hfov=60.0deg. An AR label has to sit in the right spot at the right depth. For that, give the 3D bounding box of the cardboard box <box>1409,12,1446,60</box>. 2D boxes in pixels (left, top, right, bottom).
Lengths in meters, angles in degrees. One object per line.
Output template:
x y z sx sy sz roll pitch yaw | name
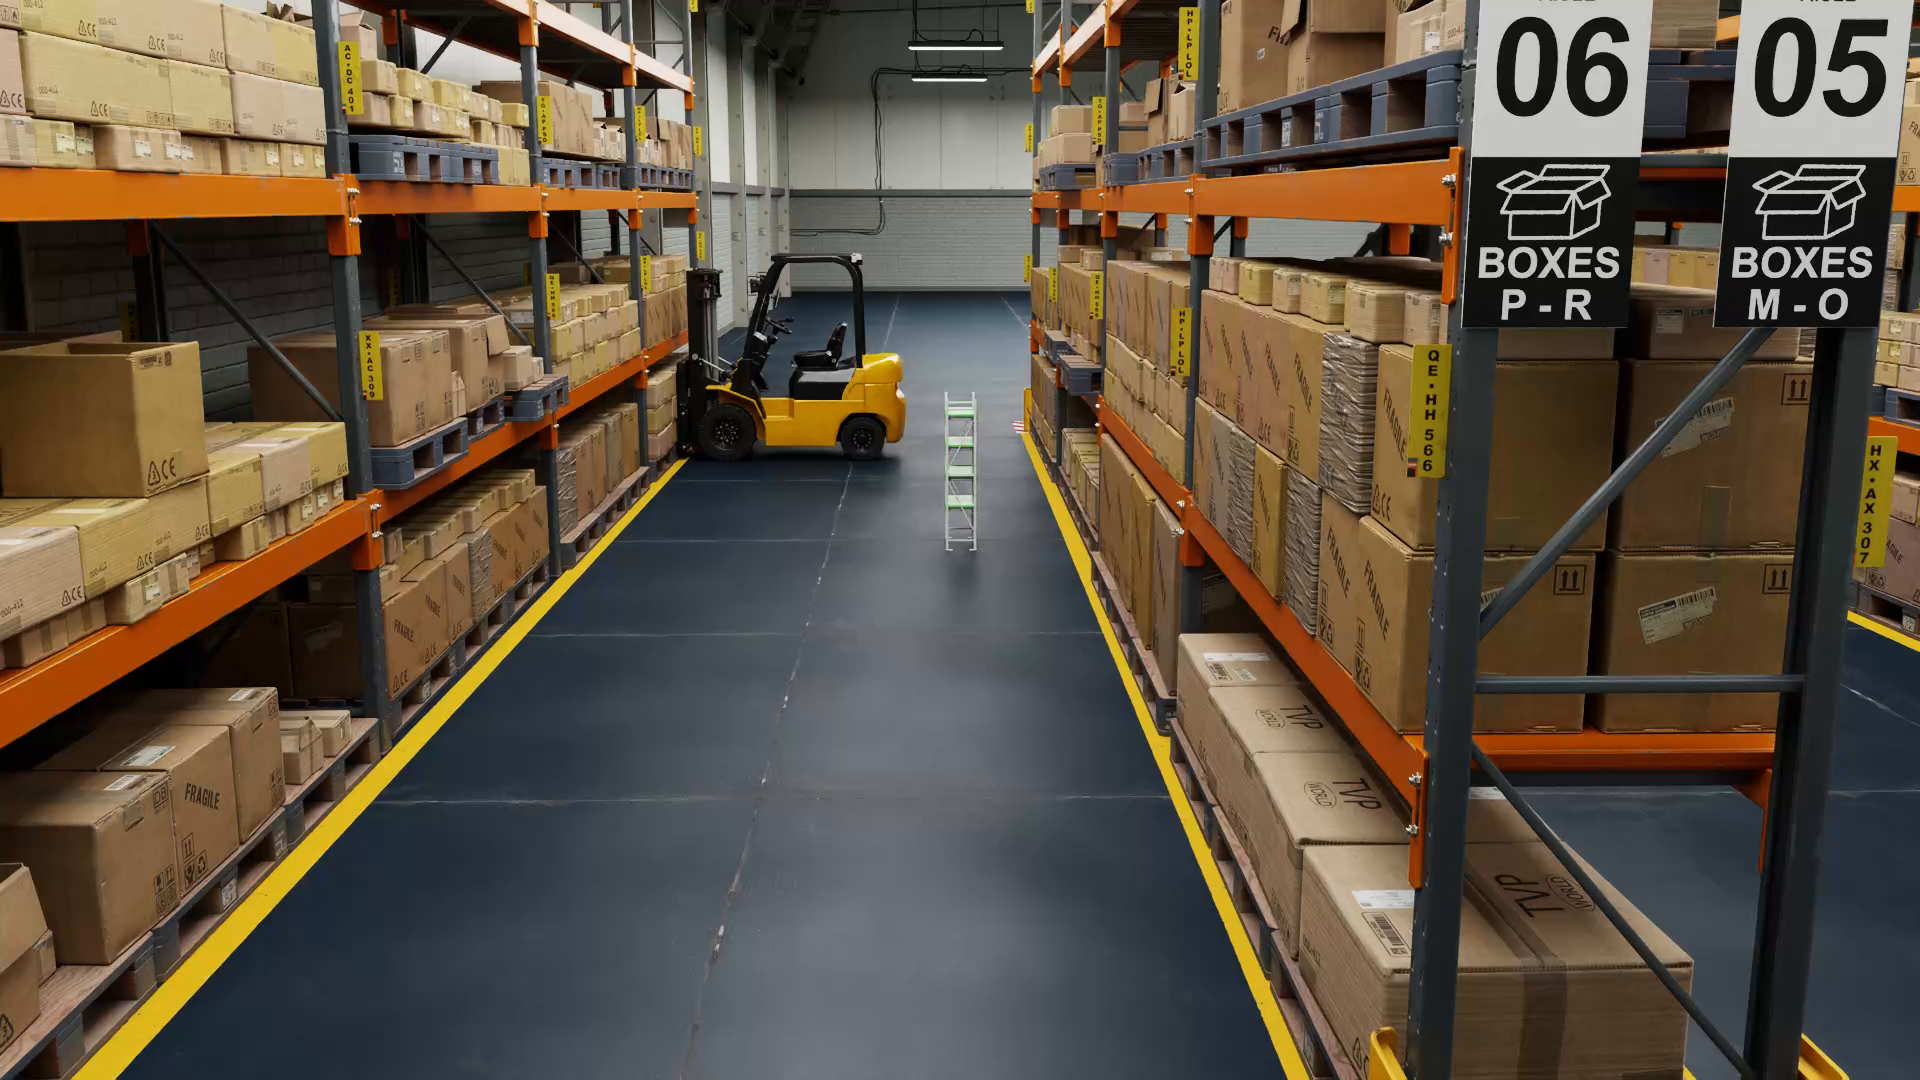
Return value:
1.501 -1.403 4.710 0.380 0.149 0.250 -1 12 -6 | cardboard box

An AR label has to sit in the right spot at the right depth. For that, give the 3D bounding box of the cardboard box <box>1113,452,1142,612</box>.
1.469 -0.069 10.642 0.875 0.875 0.875 0 11 0 | cardboard box

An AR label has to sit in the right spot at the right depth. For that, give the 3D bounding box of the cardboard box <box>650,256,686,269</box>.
-3.350 -3.182 19.068 0.380 0.149 0.250 0 11 -1 | cardboard box

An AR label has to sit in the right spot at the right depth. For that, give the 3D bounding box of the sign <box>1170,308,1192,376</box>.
1.064 -0.949 7.978 0.100 0.325 0.005 0 11 -1 | sign

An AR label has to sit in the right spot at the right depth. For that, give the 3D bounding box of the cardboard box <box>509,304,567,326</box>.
-3.158 -1.683 12.426 0.380 0.149 0.250 0 11 0 | cardboard box

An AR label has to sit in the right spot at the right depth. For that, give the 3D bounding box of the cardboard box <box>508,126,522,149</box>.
-3.191 -2.721 11.255 0.380 0.149 0.250 0 11 0 | cardboard box

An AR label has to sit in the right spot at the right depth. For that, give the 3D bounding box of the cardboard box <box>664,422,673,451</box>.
-3.227 -1.050 17.050 0.500 0.250 0.500 0 11 -2 | cardboard box

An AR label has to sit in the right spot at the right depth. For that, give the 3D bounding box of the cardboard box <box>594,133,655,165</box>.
-3.295 -3.841 16.319 0.500 0.311 0.500 0 11 0 | cardboard box

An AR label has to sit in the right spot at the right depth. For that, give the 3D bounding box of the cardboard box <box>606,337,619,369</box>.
-3.254 -1.622 14.387 0.500 0.250 0.500 0 11 -1 | cardboard box

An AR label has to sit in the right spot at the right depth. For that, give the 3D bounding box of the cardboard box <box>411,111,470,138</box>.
-3.022 -2.371 9.483 0.380 0.149 0.250 0 11 0 | cardboard box

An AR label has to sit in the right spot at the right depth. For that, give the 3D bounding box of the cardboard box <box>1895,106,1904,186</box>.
6.234 -2.565 10.861 0.500 0.500 0.500 0 11 -1 | cardboard box

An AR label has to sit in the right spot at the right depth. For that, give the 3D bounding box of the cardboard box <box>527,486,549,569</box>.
-3.215 -0.096 11.718 0.500 0.500 0.500 0 11 0 | cardboard box

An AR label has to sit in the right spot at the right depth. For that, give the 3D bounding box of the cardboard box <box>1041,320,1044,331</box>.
1.100 -2.413 18.540 0.380 0.149 0.250 0 11 0 | cardboard box

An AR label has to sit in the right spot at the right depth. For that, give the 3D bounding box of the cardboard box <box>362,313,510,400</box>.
-3.220 -1.131 10.273 0.797 0.503 0.637 -1 11 -2 | cardboard box

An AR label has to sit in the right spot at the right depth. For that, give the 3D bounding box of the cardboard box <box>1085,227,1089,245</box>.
1.677 -2.989 17.234 0.700 0.500 0.500 0 11 -2 | cardboard box

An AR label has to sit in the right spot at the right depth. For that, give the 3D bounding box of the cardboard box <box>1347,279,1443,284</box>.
1.464 -0.760 5.365 0.380 0.149 0.250 0 11 -2 | cardboard box

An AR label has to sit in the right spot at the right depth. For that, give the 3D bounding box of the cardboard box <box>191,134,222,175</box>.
-3.078 -1.476 6.375 0.380 0.149 0.250 0 11 1 | cardboard box

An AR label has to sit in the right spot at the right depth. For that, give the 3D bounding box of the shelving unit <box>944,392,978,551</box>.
0.003 -0.555 13.278 0.258 1.200 0.503 0 11 -1 | shelving unit

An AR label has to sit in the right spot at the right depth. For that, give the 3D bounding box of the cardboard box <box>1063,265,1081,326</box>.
1.171 -2.123 14.422 0.500 0.500 0.500 0 11 -1 | cardboard box

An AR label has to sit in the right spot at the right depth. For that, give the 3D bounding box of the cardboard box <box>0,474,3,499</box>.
-3.574 -0.075 6.016 0.500 0.250 0.500 0 11 -1 | cardboard box

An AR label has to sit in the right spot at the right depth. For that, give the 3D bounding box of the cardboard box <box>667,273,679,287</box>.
-3.266 -2.833 18.094 0.380 0.149 0.250 0 11 -1 | cardboard box

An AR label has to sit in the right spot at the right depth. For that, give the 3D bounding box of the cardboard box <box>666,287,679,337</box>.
-3.298 -2.436 17.770 0.500 0.500 0.500 0 11 -1 | cardboard box

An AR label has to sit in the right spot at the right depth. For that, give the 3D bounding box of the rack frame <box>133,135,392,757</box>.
-3.356 -0.403 8.001 1.000 3.000 0.127 0 11 -1 | rack frame

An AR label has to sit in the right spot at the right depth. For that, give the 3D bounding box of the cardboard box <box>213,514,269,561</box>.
-3.029 -0.011 6.703 0.380 0.149 0.250 0 11 -2 | cardboard box

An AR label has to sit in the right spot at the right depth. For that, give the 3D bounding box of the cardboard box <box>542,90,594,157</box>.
-3.231 -3.319 13.273 0.500 0.500 0.500 0 11 0 | cardboard box

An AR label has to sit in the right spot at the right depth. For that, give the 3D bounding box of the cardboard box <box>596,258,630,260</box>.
-3.799 -3.027 18.306 0.380 0.149 0.250 0 11 1 | cardboard box

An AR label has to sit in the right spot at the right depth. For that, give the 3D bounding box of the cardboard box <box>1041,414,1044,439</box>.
1.133 -1.196 17.770 0.500 0.250 0.500 0 11 0 | cardboard box

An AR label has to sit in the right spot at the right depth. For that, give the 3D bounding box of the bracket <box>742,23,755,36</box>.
-4.500 -10.848 35.342 0.235 0.232 0.430 0 11 -1 | bracket

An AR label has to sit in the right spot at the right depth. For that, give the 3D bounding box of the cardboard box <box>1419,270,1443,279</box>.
1.914 -0.918 6.142 0.380 0.149 0.250 0 11 -1 | cardboard box

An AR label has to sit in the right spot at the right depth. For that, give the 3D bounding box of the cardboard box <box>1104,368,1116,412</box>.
1.282 -1.047 11.555 0.500 0.250 0.500 0 11 -2 | cardboard box

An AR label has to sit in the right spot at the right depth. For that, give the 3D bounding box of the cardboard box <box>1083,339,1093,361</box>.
1.154 -1.469 12.832 0.380 0.149 0.250 0 11 -2 | cardboard box

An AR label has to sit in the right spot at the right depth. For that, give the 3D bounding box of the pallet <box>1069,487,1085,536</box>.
1.487 -0.250 14.260 1.003 0.211 1.213 0 11 -1 | pallet

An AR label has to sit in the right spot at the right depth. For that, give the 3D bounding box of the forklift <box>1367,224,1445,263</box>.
3.372 -1.049 11.356 1.130 2.935 3.031 0 11 1 | forklift

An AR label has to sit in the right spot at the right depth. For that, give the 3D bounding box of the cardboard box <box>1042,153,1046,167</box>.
1.129 -3.946 17.551 0.500 0.250 0.500 0 11 0 | cardboard box

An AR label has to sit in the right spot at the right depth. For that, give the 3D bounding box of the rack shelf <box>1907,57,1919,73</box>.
11.307 -5.039 17.580 1.077 0.370 4.000 0 11 -1 | rack shelf

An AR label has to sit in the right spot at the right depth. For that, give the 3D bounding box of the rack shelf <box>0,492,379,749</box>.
-3.315 0.347 6.113 1.077 0.370 4.000 0 11 -1 | rack shelf

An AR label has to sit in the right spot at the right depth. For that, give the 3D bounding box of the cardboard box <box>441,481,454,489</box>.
-3.740 -0.392 11.546 0.380 0.149 0.250 0 11 2 | cardboard box

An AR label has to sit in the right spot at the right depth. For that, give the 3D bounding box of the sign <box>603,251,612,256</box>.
-4.159 -3.250 19.660 0.100 0.325 0.005 0 11 -1 | sign

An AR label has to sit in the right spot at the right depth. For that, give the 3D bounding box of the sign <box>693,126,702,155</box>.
-3.062 -4.653 19.378 0.100 0.325 0.005 0 11 -1 | sign

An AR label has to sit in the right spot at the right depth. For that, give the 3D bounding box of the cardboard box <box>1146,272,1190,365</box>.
1.337 -1.255 9.433 0.500 0.500 0.500 0 11 1 | cardboard box

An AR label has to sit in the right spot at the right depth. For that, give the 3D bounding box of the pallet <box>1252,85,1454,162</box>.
1.635 -1.446 5.822 1.003 0.211 1.213 0 11 -1 | pallet

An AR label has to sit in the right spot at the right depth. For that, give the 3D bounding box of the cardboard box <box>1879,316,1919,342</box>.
6.300 -1.386 10.928 0.380 0.149 0.250 -1 11 -4 | cardboard box

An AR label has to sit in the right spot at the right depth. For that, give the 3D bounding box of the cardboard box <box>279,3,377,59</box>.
-3.014 -2.415 7.908 0.396 0.266 0.258 0 11 -2 | cardboard box

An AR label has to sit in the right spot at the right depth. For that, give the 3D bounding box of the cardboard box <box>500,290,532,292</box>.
-3.766 -2.086 14.414 0.380 0.149 0.250 0 11 -1 | cardboard box

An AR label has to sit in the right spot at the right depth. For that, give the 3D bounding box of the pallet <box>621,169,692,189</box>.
-3.616 -4.075 18.777 1.003 0.211 1.213 0 11 -1 | pallet

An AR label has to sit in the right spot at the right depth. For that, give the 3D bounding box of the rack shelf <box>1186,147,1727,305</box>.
1.647 -1.144 5.919 1.077 0.370 4.000 0 11 -1 | rack shelf

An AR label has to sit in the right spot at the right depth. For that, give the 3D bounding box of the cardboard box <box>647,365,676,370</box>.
-3.243 -1.744 17.956 0.500 0.250 0.500 0 11 -2 | cardboard box

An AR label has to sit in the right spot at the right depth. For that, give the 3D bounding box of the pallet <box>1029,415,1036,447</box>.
1.341 -1.266 19.270 1.003 0.211 1.213 0 11 -1 | pallet

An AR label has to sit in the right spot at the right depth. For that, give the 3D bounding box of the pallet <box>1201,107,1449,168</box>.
1.613 -1.688 7.014 1.003 0.211 1.213 0 11 -1 | pallet

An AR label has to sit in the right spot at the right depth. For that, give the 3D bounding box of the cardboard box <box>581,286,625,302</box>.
-3.269 -2.242 15.183 0.380 0.149 0.250 0 11 -2 | cardboard box

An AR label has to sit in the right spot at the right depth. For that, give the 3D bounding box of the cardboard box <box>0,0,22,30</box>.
-3.024 -1.586 4.658 0.500 0.250 0.500 0 11 -2 | cardboard box

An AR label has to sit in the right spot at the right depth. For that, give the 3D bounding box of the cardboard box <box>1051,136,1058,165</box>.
1.064 -3.398 14.542 0.500 0.250 0.500 0 11 -2 | cardboard box

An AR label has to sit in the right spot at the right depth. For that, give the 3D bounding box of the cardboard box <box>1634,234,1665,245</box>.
6.414 -2.731 16.383 0.875 0.550 0.550 0 11 -1 | cardboard box

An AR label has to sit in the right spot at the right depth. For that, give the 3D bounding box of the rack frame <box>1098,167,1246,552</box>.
1.523 -1.219 12.025 1.000 3.000 0.127 0 11 -1 | rack frame

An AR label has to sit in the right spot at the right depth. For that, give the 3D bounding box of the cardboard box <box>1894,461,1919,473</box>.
6.253 -0.369 11.179 0.500 0.250 0.500 0 11 -2 | cardboard box

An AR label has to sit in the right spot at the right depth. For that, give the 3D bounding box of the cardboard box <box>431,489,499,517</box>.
-3.218 -0.240 10.799 0.380 0.149 0.250 0 11 1 | cardboard box

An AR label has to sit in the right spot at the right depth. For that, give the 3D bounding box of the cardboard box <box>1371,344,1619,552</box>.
1.441 -0.263 4.545 0.500 0.500 0.500 0 11 1 | cardboard box

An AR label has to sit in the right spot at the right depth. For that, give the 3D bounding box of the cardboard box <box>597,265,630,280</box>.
-3.345 -2.622 16.309 0.380 0.149 0.250 0 11 0 | cardboard box
